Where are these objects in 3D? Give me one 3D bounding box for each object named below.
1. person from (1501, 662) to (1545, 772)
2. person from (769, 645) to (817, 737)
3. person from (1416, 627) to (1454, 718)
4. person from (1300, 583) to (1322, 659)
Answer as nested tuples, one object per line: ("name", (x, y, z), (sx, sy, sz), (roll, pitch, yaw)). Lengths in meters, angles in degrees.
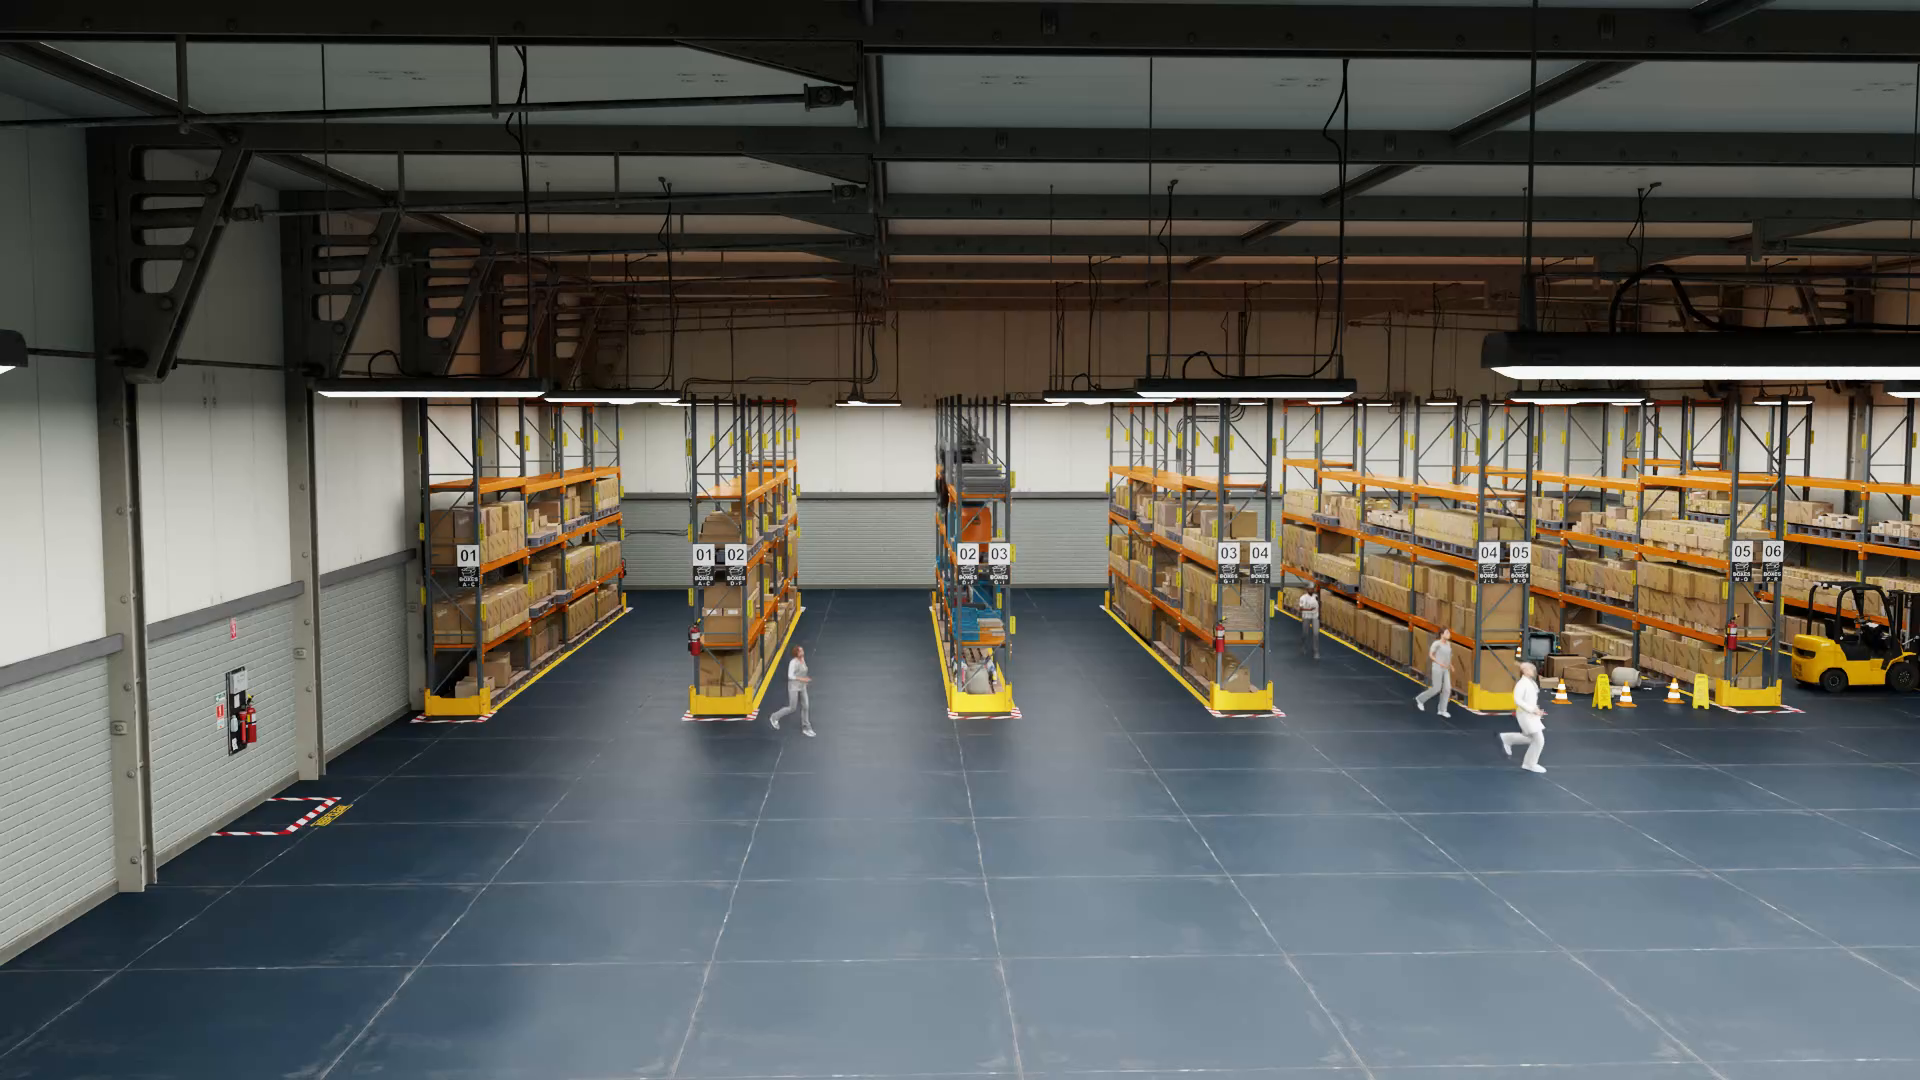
("person", (8.990, 2.797, 26.405), (0.640, 1.724, 0.730), (2, 5, 27))
("person", (-2.904, 2.636, 29.176), (0.872, 1.601, 0.551), (2, 5, 26))
("person", (9.020, 2.449, 31.228), (0.611, 1.655, 0.765), (-3, 5, -33))
("person", (8.100, 1.835, 38.457), (0.558, 1.725, 0.879), (0, 5, -6))
